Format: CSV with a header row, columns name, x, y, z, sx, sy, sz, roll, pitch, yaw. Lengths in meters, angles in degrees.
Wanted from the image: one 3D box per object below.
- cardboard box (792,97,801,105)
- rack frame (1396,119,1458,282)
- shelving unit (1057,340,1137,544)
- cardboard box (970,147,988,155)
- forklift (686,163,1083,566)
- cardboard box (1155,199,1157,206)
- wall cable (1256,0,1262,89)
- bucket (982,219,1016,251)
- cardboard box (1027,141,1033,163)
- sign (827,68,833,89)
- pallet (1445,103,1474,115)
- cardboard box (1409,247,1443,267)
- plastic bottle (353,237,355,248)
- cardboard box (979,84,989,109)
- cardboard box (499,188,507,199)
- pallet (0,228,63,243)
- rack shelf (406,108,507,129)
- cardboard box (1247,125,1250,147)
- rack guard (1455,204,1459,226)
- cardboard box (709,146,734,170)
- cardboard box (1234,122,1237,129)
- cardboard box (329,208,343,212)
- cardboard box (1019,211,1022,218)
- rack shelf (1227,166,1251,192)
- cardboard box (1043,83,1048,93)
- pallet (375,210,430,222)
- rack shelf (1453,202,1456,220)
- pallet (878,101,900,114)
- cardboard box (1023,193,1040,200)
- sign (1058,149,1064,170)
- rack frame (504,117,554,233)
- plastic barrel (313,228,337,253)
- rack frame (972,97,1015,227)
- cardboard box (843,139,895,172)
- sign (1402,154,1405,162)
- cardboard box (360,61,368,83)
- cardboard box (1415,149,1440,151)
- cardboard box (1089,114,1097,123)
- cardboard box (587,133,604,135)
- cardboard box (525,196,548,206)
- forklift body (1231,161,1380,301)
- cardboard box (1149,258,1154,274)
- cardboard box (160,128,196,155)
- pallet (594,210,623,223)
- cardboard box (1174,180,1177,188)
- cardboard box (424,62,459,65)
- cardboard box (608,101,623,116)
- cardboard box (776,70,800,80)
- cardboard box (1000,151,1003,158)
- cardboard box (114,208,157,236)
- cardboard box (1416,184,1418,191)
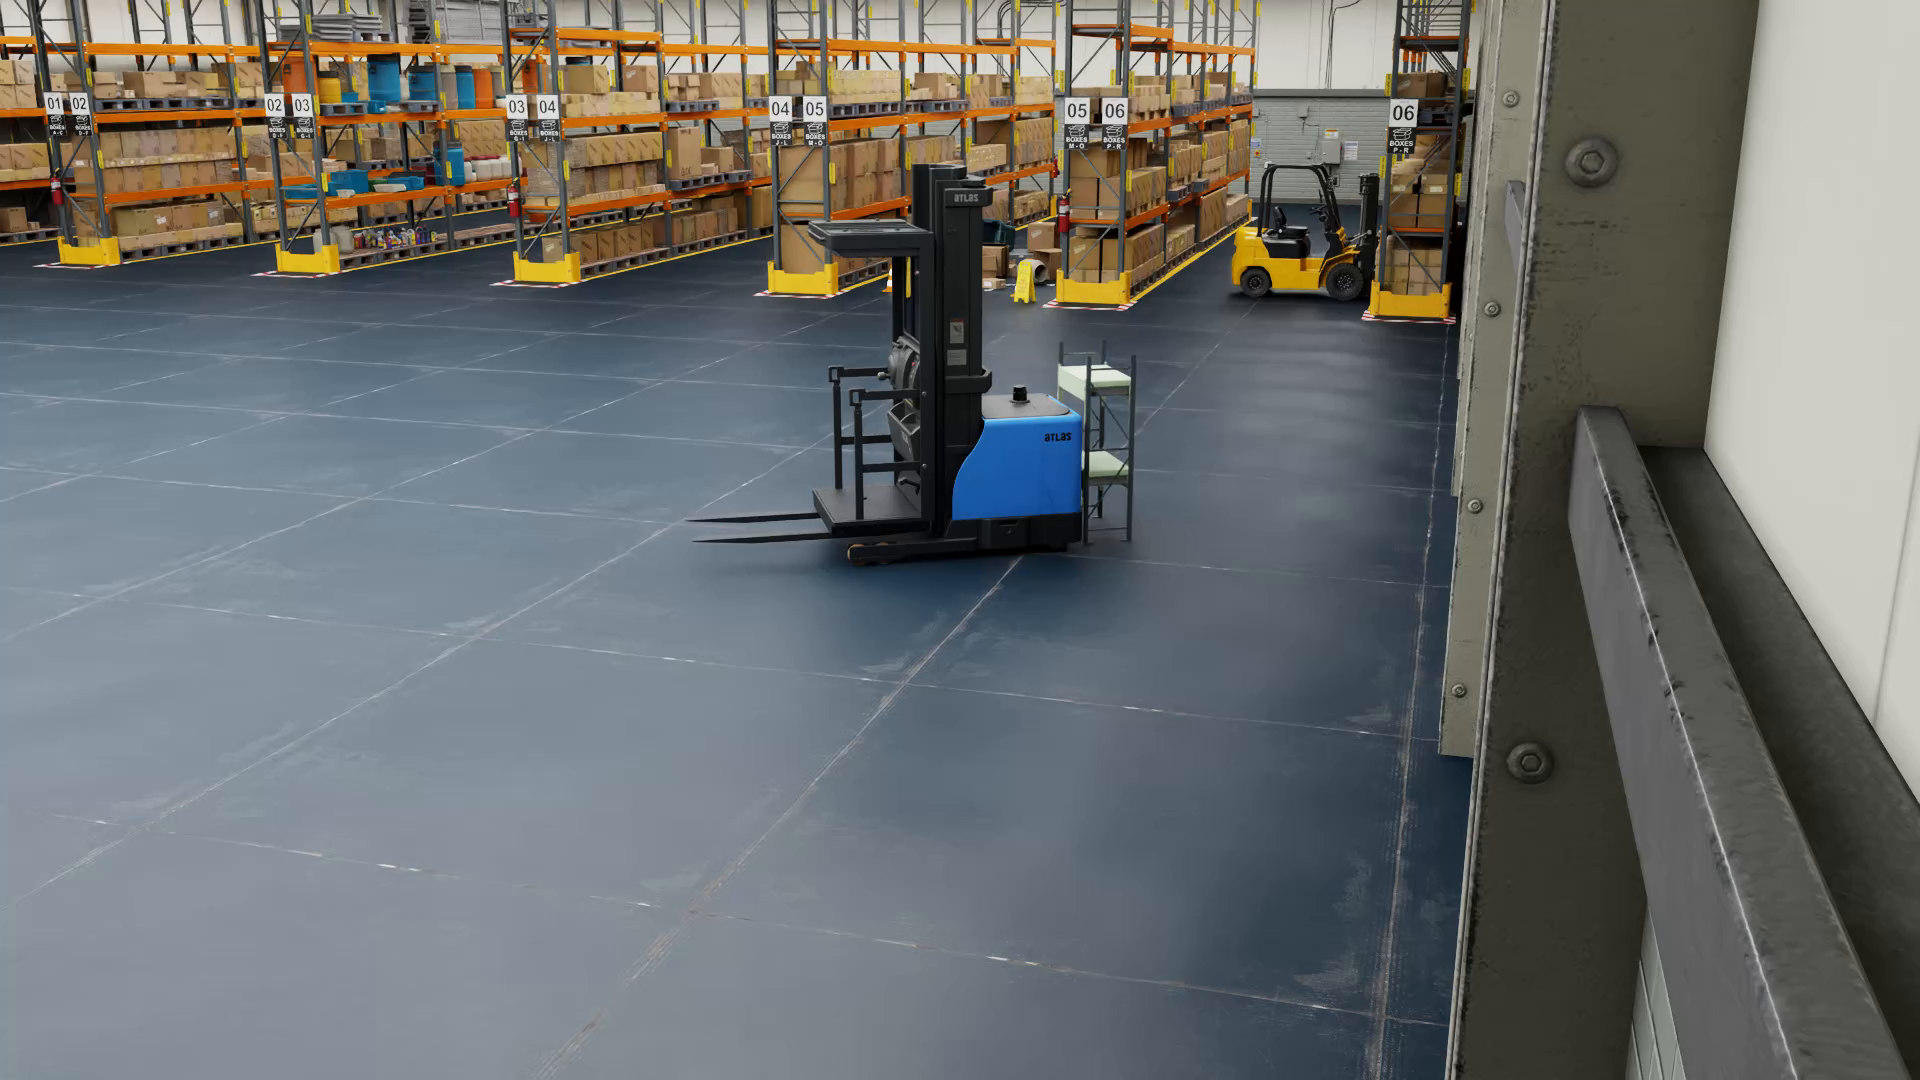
name,x,y,z,sx,sy,sz,roll,pitch,yaw
cardboard box,-2.871,-7.327,27.676,0.380,0.149,0.250,5,16,16
rack frame,8.031,-5.947,28.799,1.000,3.000,0.127,5,16,16
shelving unit,1.086,-0.802,13.409,0.431,1.500,0.755,-4,16,-13
cardboard box,0.397,-8.617,36.813,0.380,0.149,0.250,4,16,15
forklift,-0.614,-1.371,12.791,3.031,2.935,1.130,-4,16,-13
cardboard box,3.259,-5.974,29.356,0.380,0.149,0.250,5,17,16
wall cable,8.028,-13.866,45.726,0.463,3.000,0.029,5,16,16
bucket,0.668,-5.630,30.896,0.726,0.611,0.620,11,9,35
cardboard box,1.464,-9.341,40.038,0.500,0.500,0.500,4,16,15
sign,-2.110,-7.499,27.026,0.100,0.325,0.005,5,16,16
pallet,9.061,-8.161,31.454,1.213,0.211,1.003,5,17,18
cardboard box,7.212,-4.372,25.682,0.500,0.250,0.500,4,16,15
plastic bottle,-11.998,-5.888,32.764,0.061,0.283,0.133,5,17,17
cardboard box,0.323,-9.617,36.059,0.500,0.500,0.500,5,16,16
cardboard box,-12.534,-9.489,45.520,0.500,0.250,0.500,5,16,16
pallet,-20.635,-6.732,36.676,1.003,0.211,1.213,5,16,16
rack shelf,-10.411,-9.104,35.749,1.077,0.370,4.000,5,16,16
cardboard box,6.773,-9.855,40.561,0.500,0.500,0.500,5,17,18
rack guard,11.420,-7.864,40.138,1.175,0.500,0.348,5,16,16
cardboard box,-5.209,-8.252,35.971,0.500,0.500,0.500,3,16,9
cardboard box,6.205,-9.593,38.451,0.380,0.149,0.250,4,16,14
cardboard box,-14.645,-7.771,38.473,0.500,0.311,0.500,4,16,15
cardboard box,1.257,-7.752,39.617,0.380,0.149,0.250,5,17,18
rack shelf,6.113,-8.601,39.474,1.077,0.370,4.000,5,16,16
cardboard box,1.876,-11.165,41.058,0.500,0.250,0.500,4,16,14
pallet,-13.993,-8.084,41.444,1.003,0.211,1.213,5,16,16
rack shelf,8.600,-6.124,30.742,1.077,0.370,4.000,5,16,16
pallet,-1.746,-7.875,30.263,1.003,0.211,1.213,5,16,16
cardboard box,1.764,-8.510,41.200,0.380,0.149,0.250,5,17,18
sign,1.608,-6.042,26.432,0.100,0.325,0.005,5,16,16
rack frame,-9.842,-8.530,37.905,1.000,3.000,0.127,5,16,16
plastic barrel,-12.002,-5.620,31.436,0.421,0.512,0.421,0,16,0
rack frame,0.770,-8.781,38.792,1.000,3.000,0.127,5,16,16
cardboard box,-1.686,-7.033,30.375,0.875,0.550,0.550,5,16,16
sign,8.645,-7.552,32.481,0.100,0.325,0.005,5,16,16
cardboard box,-14.315,-11.134,39.575,0.500,0.500,0.500,5,16,16
cardboard box,9.582,-7.840,34.520,0.700,0.500,0.500,5,16,16
cardboard box,1.968,-6.722,26.493,0.380,0.149,0.250,5,17,16
cardboard box,-6.885,-7.412,31.403,0.500,0.500,0.500,5,16,16
cardboard box,-7.484,-6.023,29.526,0.380,0.149,0.250,5,16,16
forklift body,5.684,-5.130,27.473,2.313,2.155,1.214,5,16,16
cardboard box,3.070,-4.762,28.890,0.500,0.250,0.500,5,17,17
cardboard box,-16.133,-8.161,34.044,0.700,0.500,0.500,5,16,16
pallet,-8.965,-8.036,41.275,1.003,0.211,1.213,5,16,16
cardboard box,3.811,-6.597,30.781,0.380,0.149,0.250,5,17,17
cardboard box,-13.352,-12.064,42.852,0.700,0.500,0.500,5,16,16
cardboard box,-6.554,-7.931,30.572,0.500,0.250,0.500,5,17,18
cardboard box,-2.870,-7.712,27.572,0.380,0.149,0.250,5,17,16
cardboard box,0.772,-8.817,38.064,0.380,0.149,0.250,5,17,16
cardboard box,-16.358,-6.316,32.995,0.500,0.500,0.500,5,16,16
cardboard box,6.982,-5.569,26.095,0.380,0.149,0.250,5,16,15
